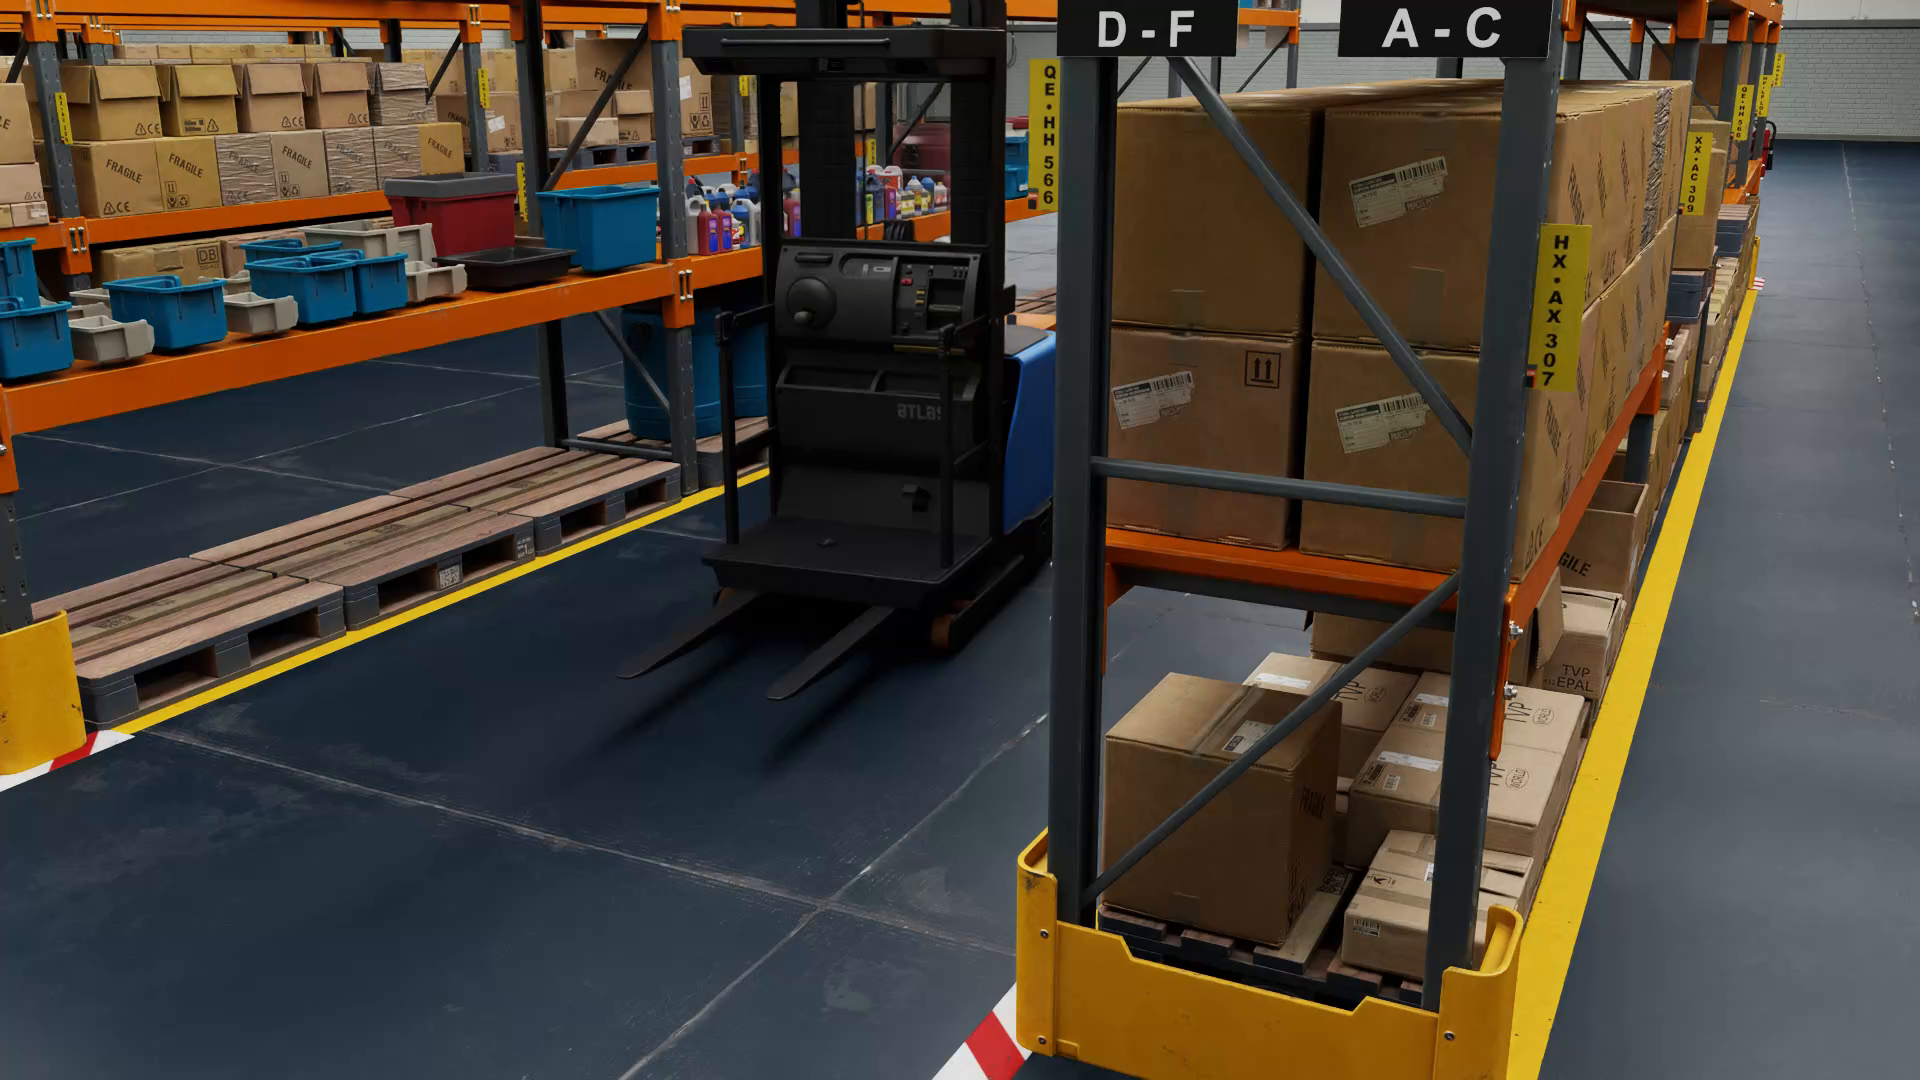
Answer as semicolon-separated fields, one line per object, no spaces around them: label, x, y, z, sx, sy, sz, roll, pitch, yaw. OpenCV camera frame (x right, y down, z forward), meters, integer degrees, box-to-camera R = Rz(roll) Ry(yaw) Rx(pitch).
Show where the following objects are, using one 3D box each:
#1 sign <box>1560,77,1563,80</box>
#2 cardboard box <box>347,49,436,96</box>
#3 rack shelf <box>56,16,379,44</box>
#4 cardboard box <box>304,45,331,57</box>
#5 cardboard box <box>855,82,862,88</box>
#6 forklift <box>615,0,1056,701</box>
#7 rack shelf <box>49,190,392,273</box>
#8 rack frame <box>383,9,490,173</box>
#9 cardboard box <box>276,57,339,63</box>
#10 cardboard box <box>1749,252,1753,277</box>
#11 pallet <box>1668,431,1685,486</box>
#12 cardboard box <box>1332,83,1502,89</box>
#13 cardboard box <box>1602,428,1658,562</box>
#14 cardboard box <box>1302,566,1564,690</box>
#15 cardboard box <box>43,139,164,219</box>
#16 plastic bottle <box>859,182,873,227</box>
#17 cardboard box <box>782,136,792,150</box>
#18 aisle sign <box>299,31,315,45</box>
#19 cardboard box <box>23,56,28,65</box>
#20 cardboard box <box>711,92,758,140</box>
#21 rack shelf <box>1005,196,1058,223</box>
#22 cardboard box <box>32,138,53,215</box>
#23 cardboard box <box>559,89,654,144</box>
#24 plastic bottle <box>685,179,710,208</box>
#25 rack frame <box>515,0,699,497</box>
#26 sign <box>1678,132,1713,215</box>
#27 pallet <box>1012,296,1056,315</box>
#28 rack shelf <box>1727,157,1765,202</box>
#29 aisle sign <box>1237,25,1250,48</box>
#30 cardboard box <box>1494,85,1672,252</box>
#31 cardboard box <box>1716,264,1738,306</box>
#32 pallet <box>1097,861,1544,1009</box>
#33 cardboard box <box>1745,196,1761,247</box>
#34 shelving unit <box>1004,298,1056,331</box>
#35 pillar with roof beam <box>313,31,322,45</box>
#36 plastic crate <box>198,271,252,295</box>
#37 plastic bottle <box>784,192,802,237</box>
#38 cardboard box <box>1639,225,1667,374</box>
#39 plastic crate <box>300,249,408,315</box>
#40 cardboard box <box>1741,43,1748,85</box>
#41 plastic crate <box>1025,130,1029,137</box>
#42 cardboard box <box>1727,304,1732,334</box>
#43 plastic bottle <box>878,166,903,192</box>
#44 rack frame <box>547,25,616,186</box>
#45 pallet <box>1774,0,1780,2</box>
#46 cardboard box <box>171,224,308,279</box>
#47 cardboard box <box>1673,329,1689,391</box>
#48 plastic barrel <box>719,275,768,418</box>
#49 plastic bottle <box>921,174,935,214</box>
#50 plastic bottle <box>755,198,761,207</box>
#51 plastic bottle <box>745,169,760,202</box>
sign;3.762;-2.771;10.554;0.100;0.325;0.005;8;18;25
cardboard box;-7.009;-5.763;20.498;0.875;0.550;0.550;8;18;25
rack shelf;-8.099;-5.667;18.332;1.077;0.370;4.000;8;18;25
cardboard box;-9.924;-7.218;25.105;0.700;0.500;0.500;8;18;24
cardboard box;-1.494;-5.689;19.955;0.500;0.500;0.500;8;18;25
forklift;-0.430;-1.067;6.969;1.130;2.935;3.031;6;18;19
rack shelf;-5.494;-2.554;13.117;1.077;0.370;4.000;8;18;25
rack frame;-4.600;-3.408;14.730;1.000;3.000;0.127;8;18;25
cardboard box;-7.650;-5.352;19.345;0.700;0.500;0.500;8;18;24
cardboard box;7.647;-2.765;16.655;0.500;0.250;0.500;8;18;25
pallet;3.893;-0.625;10.256;1.003;0.211;1.213;8;18;25
cardboard box;1.551;-1.308;5.730;0.500;0.500;0.500;8;18;24
cardboard box;2.907;-0.233;7.657;0.500;0.500;0.500;7;18;23
cardboard box;1.638;0.337;5.733;0.797;0.503;0.637;8;18;25
cardboard box;-5.958;-2.522;11.573;0.500;0.500;0.500;8;18;26
plastic bottle;-0.621;-2.192;10.842;0.061;0.283;0.133;8;18;25
cardboard box;-2.134;-4.517;18.905;0.380;0.149;0.250;8;18;25
aisle sign;-10.141;-8.008;25.651;0.394;0.787;0.004;8;18;25
cardboard box;-11.979;-6.067;21.107;0.380;0.149;0.250;8;18;24
cardboard box;-2.556;-4.724;18.463;0.875;0.500;0.500;8;18;25
rack shelf;0.724;-2.942;14.426;1.077;0.370;4.000;8;18;25
cardboard box;-6.423;-2.591;11.803;0.500;0.500;0.500;8;18;26
cardboard box;-3.505;-4.224;16.560;0.797;0.503;0.637;10;19;31
plastic bottle;-1.627;-2.040;10.210;0.144;0.351;0.185;8;18;25
rack frame;-1.957;-1.759;9.178;1.000;3.000;0.127;8;18;25
sign;2.962;-1.476;6.704;0.100;0.325;0.005;8;18;25
pallet;0.758;-1.943;14.696;1.003;0.211;1.213;8;18;25
rack shelf;6.941;-3.330;15.731;1.077;0.370;4.000;8;18;25
aisle sign;3.176;-6.117;19.286;0.394;0.787;0.004;8;18;25
cardboard box;2.027;-1.234;5.479;0.500;0.500;0.500;8;18;26
cardboard box;5.896;-2.045;13.247;0.500;0.311;0.500;9;19;27
pallet;1.075;1.005;4.769;1.003;0.211;1.213;8;18;25
cardboard box;7.862;-3.253;16.982;0.500;0.500;0.500;8;18;25
shelving unit;0.218;-0.760;9.108;0.538;1.125;1.048;6;18;19
pillar with roof beam;-8.918;-11.131;30.195;9.100;9.000;0.400;8;18;25
plastic crate;-3.181;-1.097;7.307;0.298;0.136;0.250;8;18;25
plastic bottle;-1.014;-1.968;10.088;0.061;0.283;0.133;8;18;25
cardboard box;2.250;-0.884;6.058;0.500;0.500;0.500;9;19;27
plastic crate;-2.617;-1.121;7.220;0.416;0.233;0.300;8;18;25
cardboard box;6.465;-4.078;14.532;0.700;0.500;0.500;8;18;25
plastic crate;0.827;-3.181;13.854;0.402;0.464;0.583;8;18;25
cardboard box;5.894;-1.778;13.333;0.500;0.250;0.500;8;18;25
plastic bottle;-0.516;-2.630;12.328;0.152;0.276;0.135;8;18;25
rack frame;-5.418;-6.102;23.802;1.000;3.000;0.127;8;18;25
pallet;7.496;-5.403;16.334;1.003;0.211;1.213;8;18;25
cardboard box;-5.721;-1.965;12.866;1.225;0.875;0.875;7;18;23
cardboard box;3.578;-0.975;8.838;0.500;0.250;0.500;8;18;24
plastic barrel;-1.382;-1.271;10.484;0.600;0.901;0.708;8;18;25
plastic bottle;-0.226;-2.423;11.641;0.097;0.271;0.097;0;17;0
plastic bottle;-1.169;-1.886;9.832;0.097;0.271;0.097;0;17;0
plastic bottle;-1.346;-2.292;11.058;0.144;0.351;0.185;8;18;25
